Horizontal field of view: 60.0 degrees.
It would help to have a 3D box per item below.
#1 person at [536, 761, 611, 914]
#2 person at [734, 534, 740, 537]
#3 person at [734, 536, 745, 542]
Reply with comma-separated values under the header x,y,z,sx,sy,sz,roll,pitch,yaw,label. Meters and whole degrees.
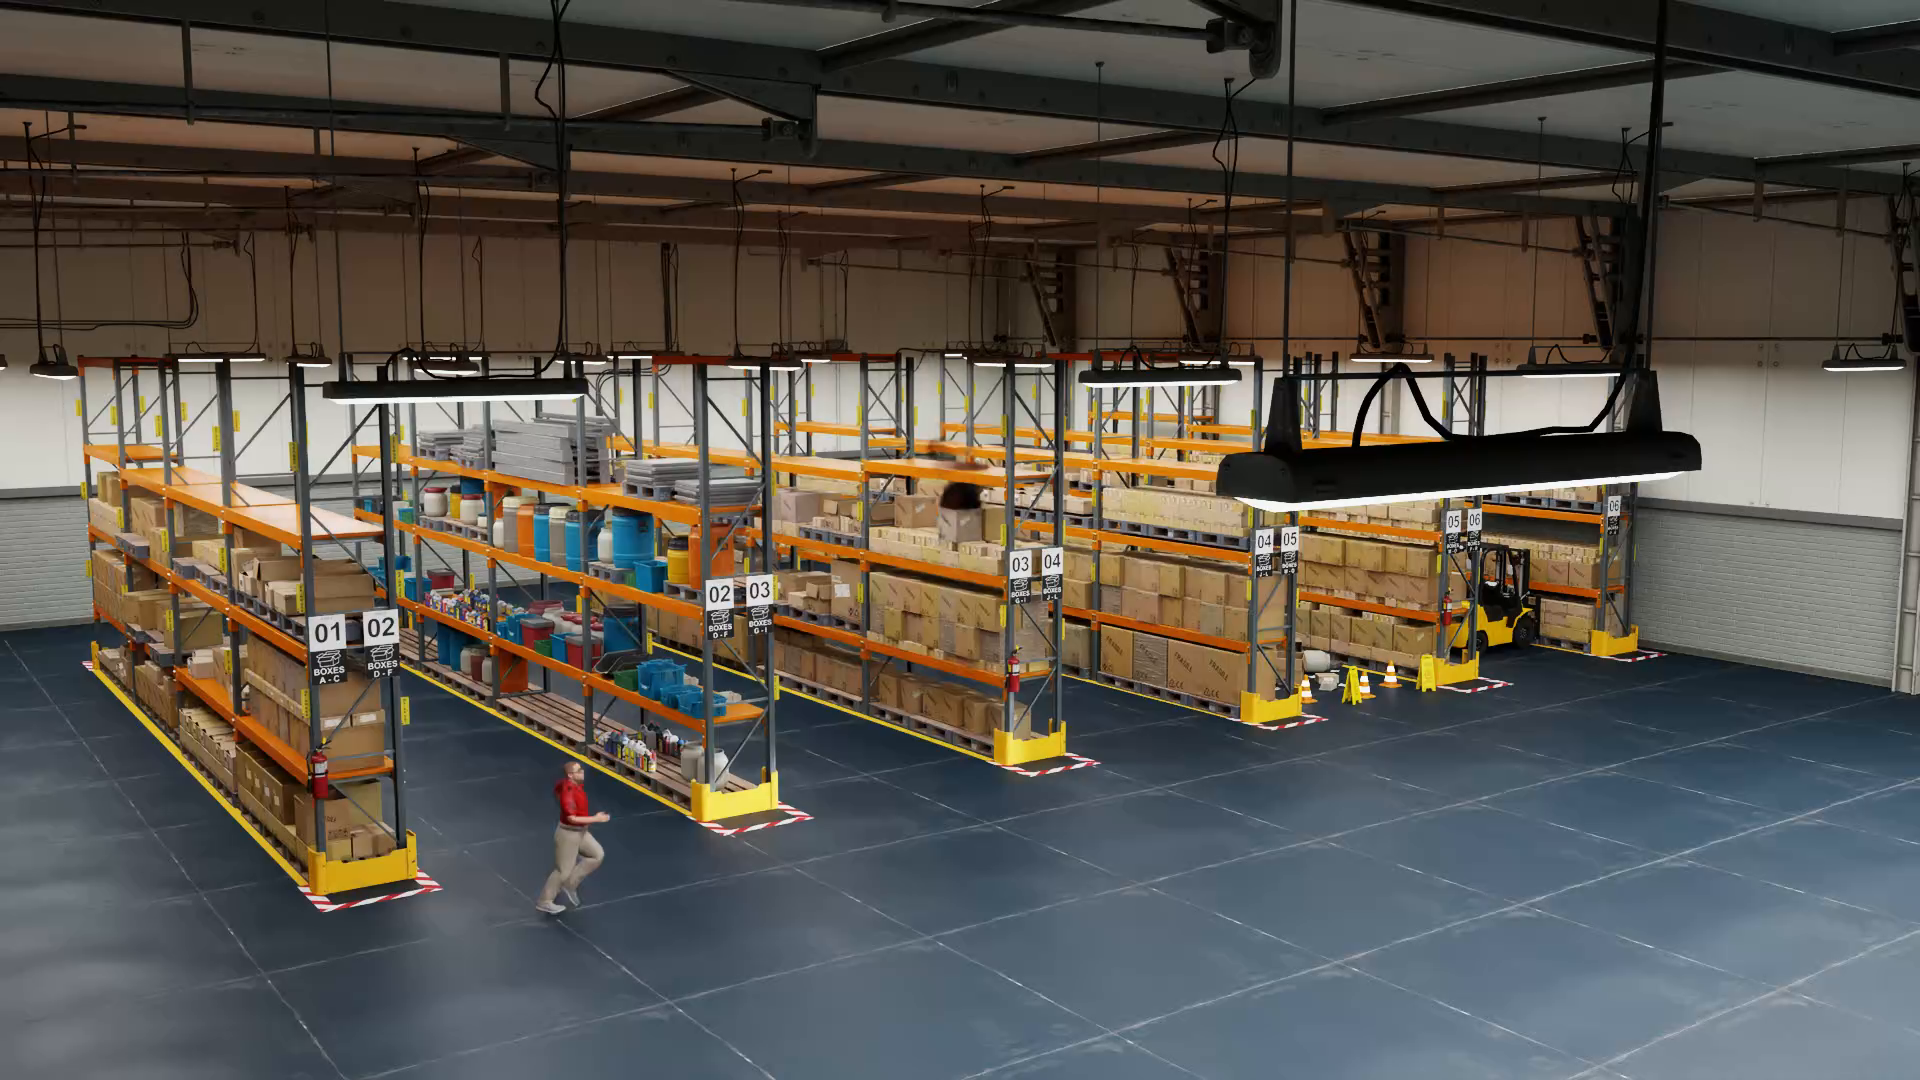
x,y,z,sx,sy,sz,roll,pitch,yaw,label
-4.266,3.256,18.379,0.836,1.682,0.681,0,7,-2,person
-5.555,0.559,41.184,0.620,1.610,0.637,4,8,30,person
-5.345,0.711,39.427,0.687,1.624,0.946,-2,7,-16,person
